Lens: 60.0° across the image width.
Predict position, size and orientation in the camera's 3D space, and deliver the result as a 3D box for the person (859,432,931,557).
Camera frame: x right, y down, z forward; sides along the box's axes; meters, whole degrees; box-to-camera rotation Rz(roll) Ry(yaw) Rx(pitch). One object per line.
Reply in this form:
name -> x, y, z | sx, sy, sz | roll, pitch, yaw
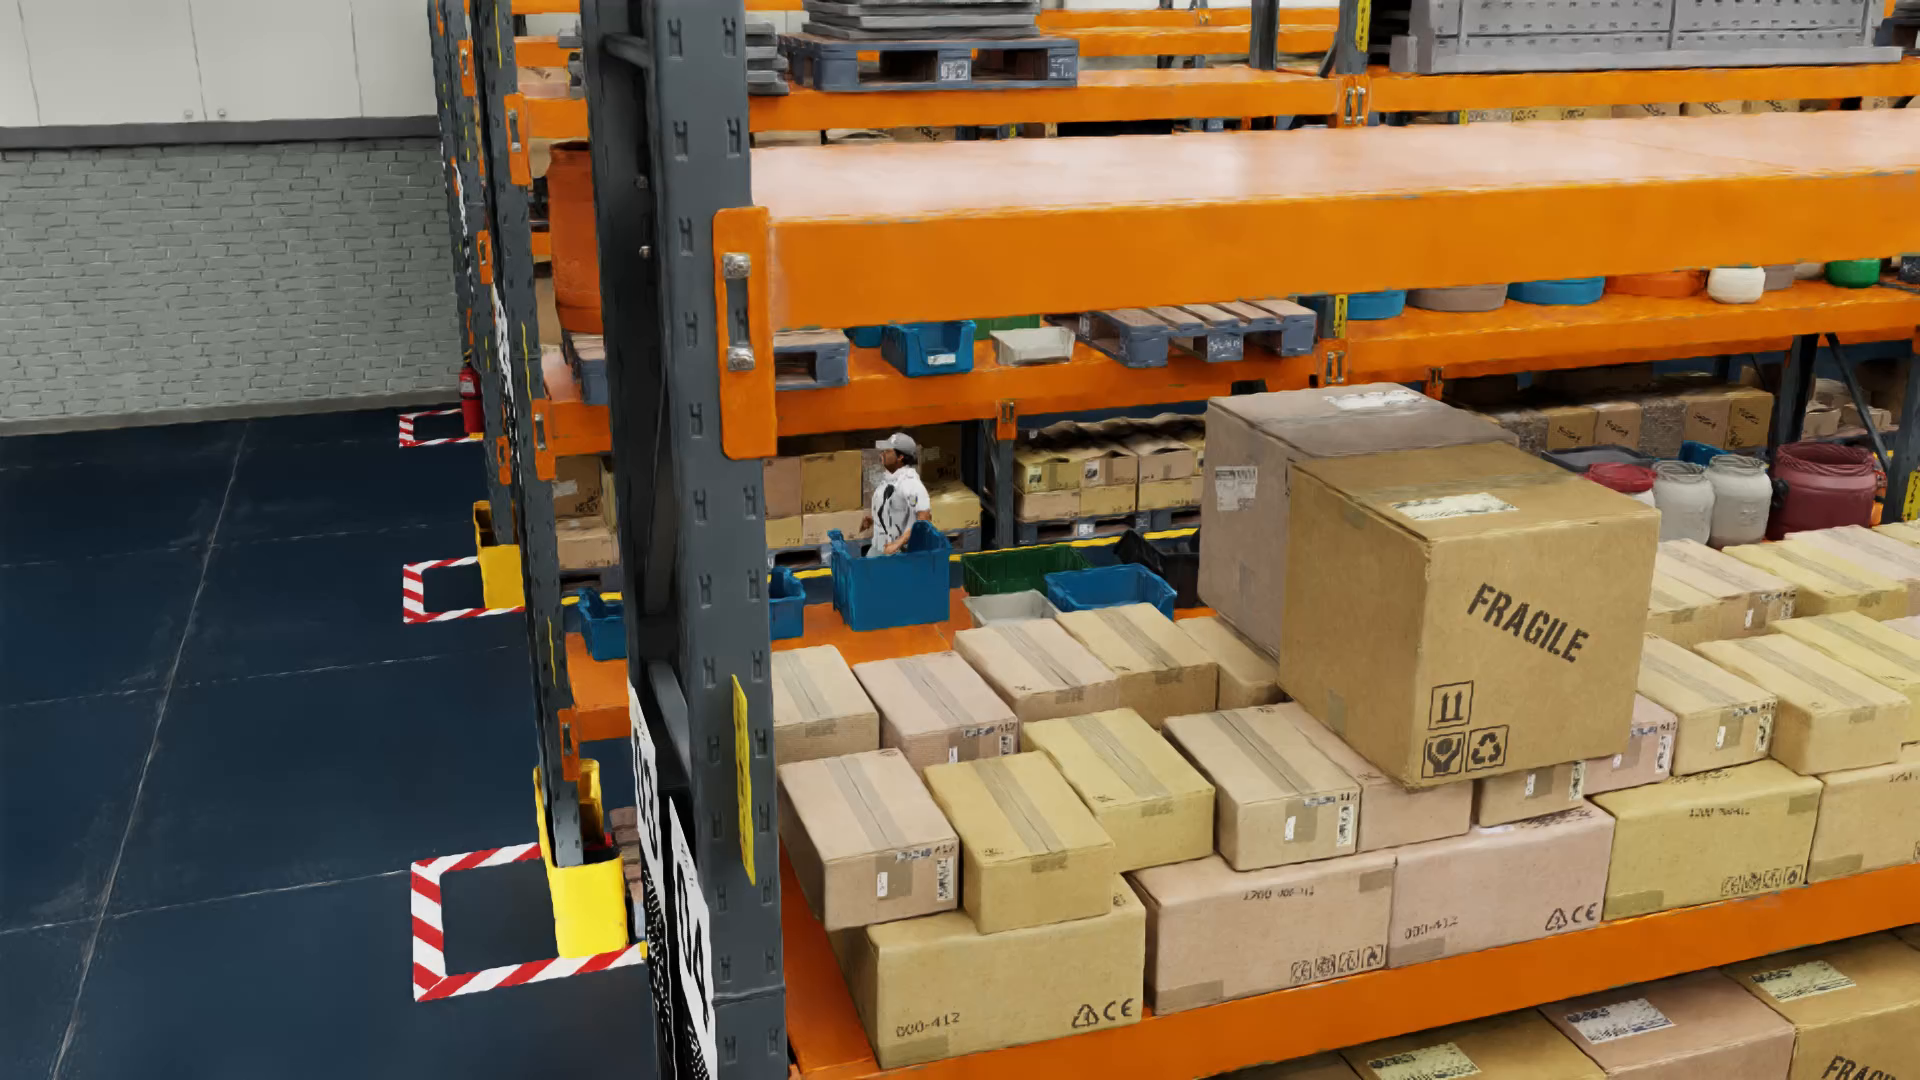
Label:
person -> -0.450, 0.059, 11.452 | 0.476, 1.640, 0.741 | -7, 21, -20
